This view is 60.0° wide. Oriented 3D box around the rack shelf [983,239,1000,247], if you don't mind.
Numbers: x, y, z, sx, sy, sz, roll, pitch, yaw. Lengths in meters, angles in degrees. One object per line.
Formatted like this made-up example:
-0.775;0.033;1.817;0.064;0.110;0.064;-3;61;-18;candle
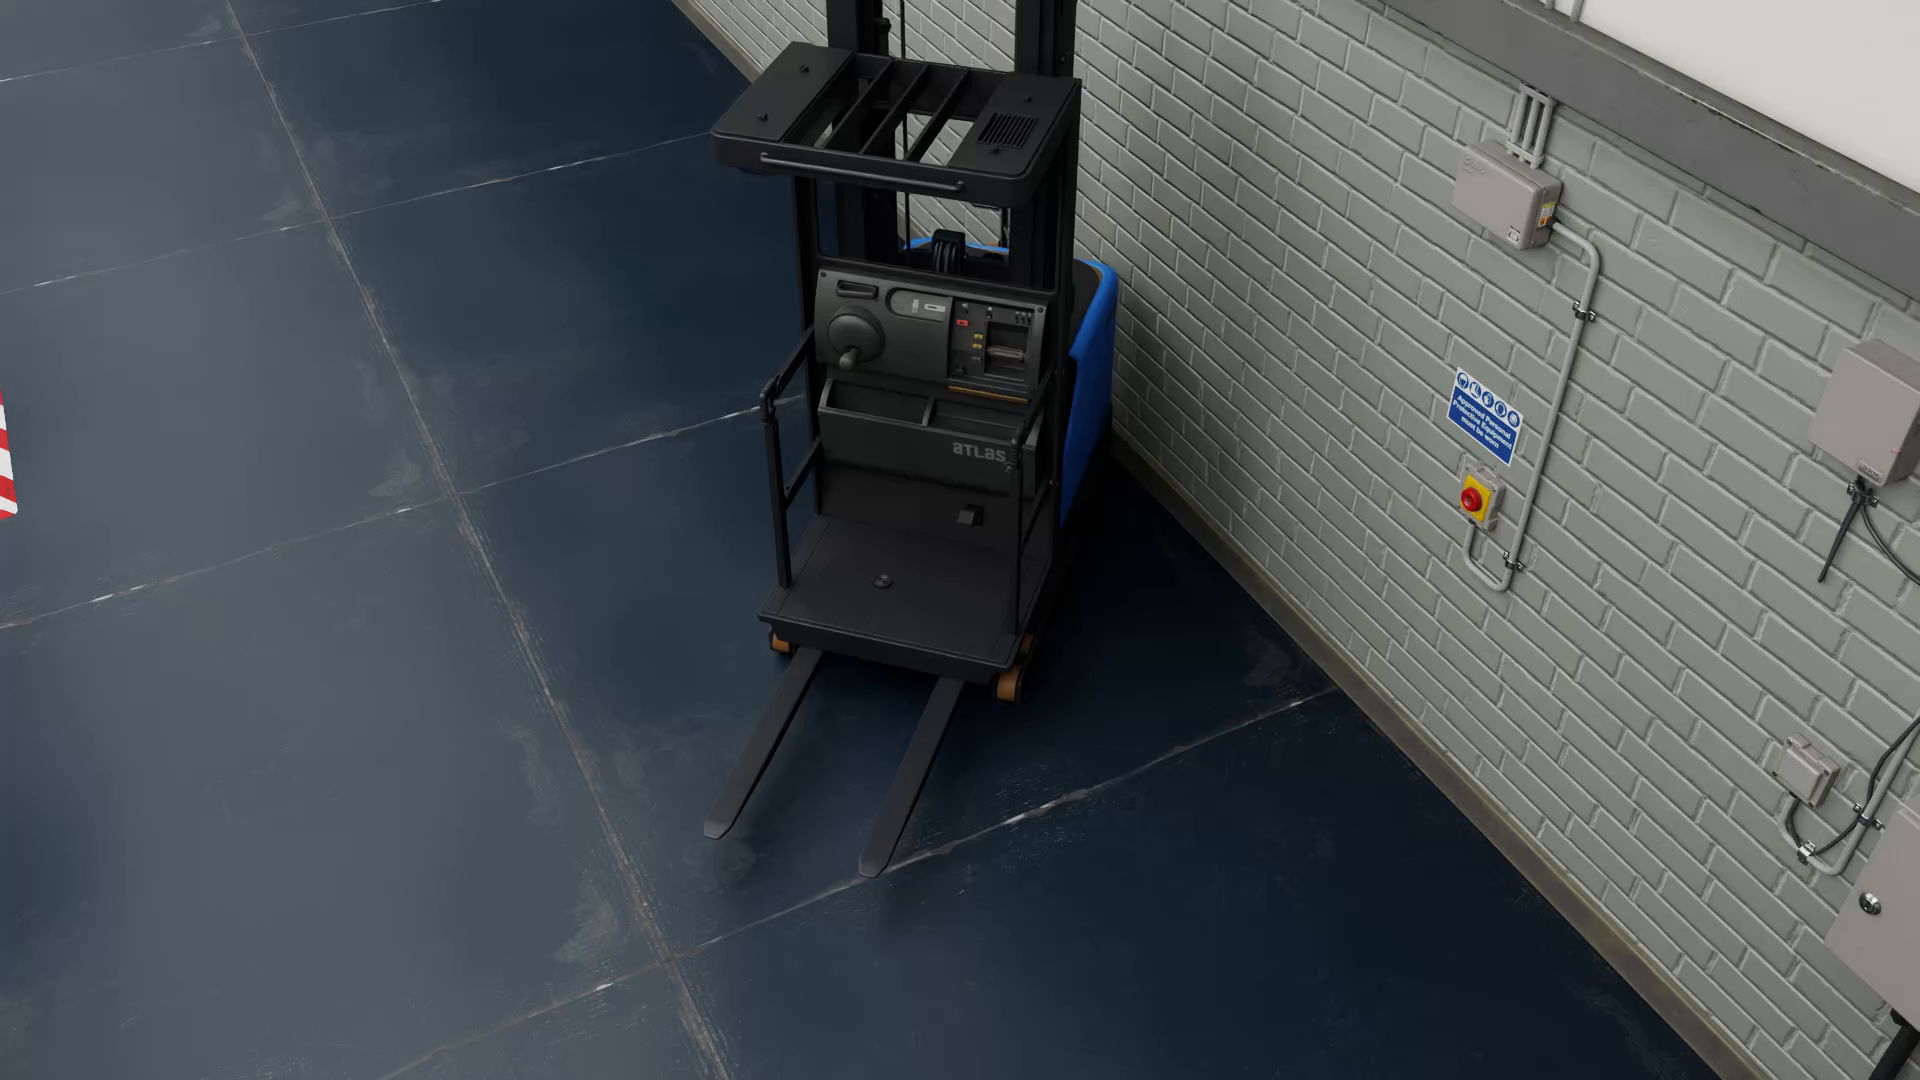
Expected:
-0.243;-1.268;8.333;1.000;0.185;0.538;-6;38;-7;rack shelf

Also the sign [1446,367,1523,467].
1.798;-0.424;5.709;0.001;0.218;0.327;-19;44;-21;sign

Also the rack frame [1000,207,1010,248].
0.259;-1.460;8.281;0.032;1.500;0.500;-6;38;-7;rack frame

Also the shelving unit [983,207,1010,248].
-0.235;-1.412;8.224;1.083;1.500;0.587;-6;38;-7;shelving unit

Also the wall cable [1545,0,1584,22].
1.691;-2.727;3.996;0.029;3.000;0.463;-19;44;-21;wall cable

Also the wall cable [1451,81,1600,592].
1.766;-0.674;5.403;0.123;1.953;0.585;-19;44;-21;wall cable

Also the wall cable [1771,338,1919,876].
2.431;0.147;4.457;0.122;1.984;0.588;-19;44;-21;wall cable

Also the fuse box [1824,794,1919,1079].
2.607;1.464;4.685;0.414;1.711;0.539;-19;44;-21;fuse box

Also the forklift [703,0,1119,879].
-0.182;-0.734;6.337;1.130;2.935;3.031;11;42;13;forklift
